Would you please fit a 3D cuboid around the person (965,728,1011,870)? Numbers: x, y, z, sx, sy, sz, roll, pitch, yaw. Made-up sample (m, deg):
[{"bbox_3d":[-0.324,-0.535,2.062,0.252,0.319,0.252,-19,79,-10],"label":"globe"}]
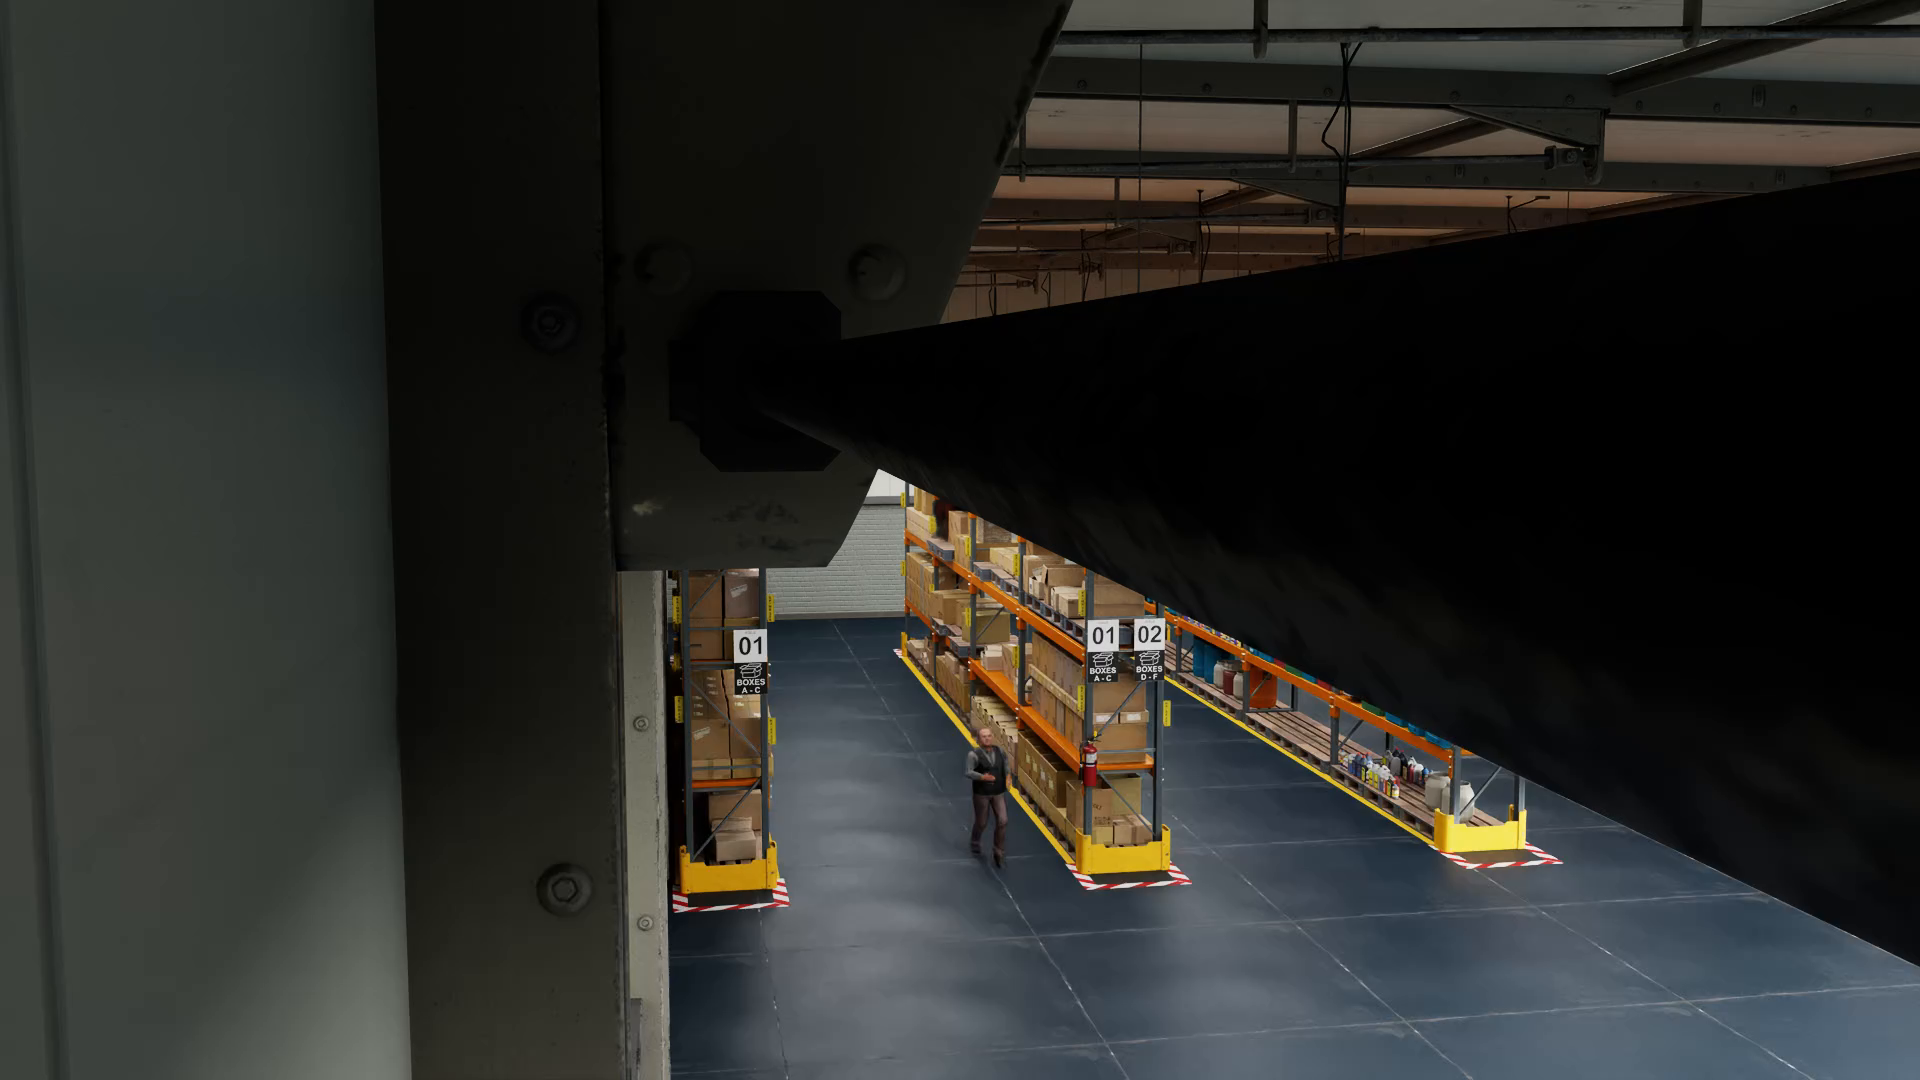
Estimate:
[{"bbox_3d":[0.374,3.287,21.312,0.661,1.757,0.822,-2,6,-15],"label":"person"}]
